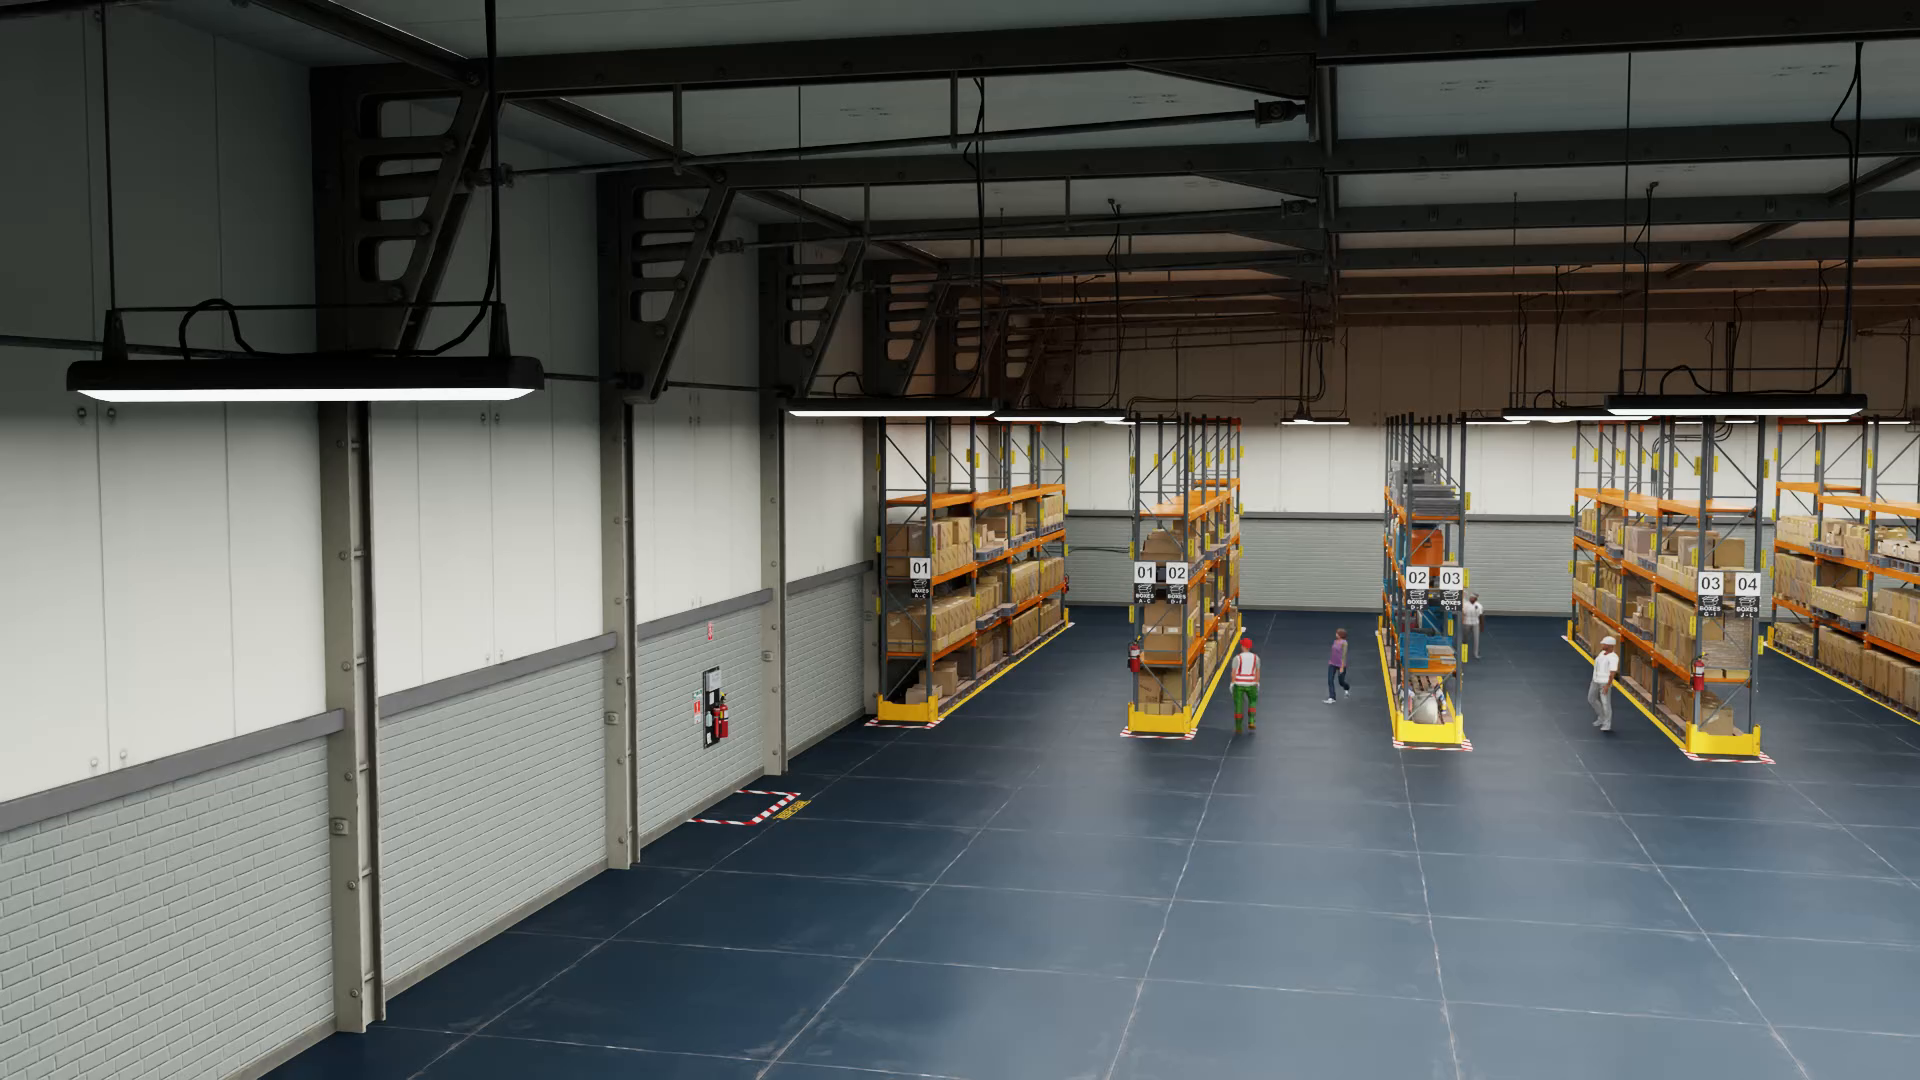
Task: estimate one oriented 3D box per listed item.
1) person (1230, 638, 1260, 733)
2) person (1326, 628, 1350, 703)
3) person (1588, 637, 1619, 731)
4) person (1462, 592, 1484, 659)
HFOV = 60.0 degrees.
[{"bbox_3d":[5.338,2.713,31.153,0.562,1.783,0.439,1,4,9],"label":"person"},{"bbox_3d":[7.871,2.595,34.492,0.429,1.557,0.674,3,5,36],"label":"person"},{"bbox_3d":[12.203,2.706,31.549,0.446,1.768,0.677,-1,4,-16],"label":"person"},{"bbox_3d":[12.747,2.103,41.400,0.581,1.645,0.964,0,4,6],"label":"person"}]
